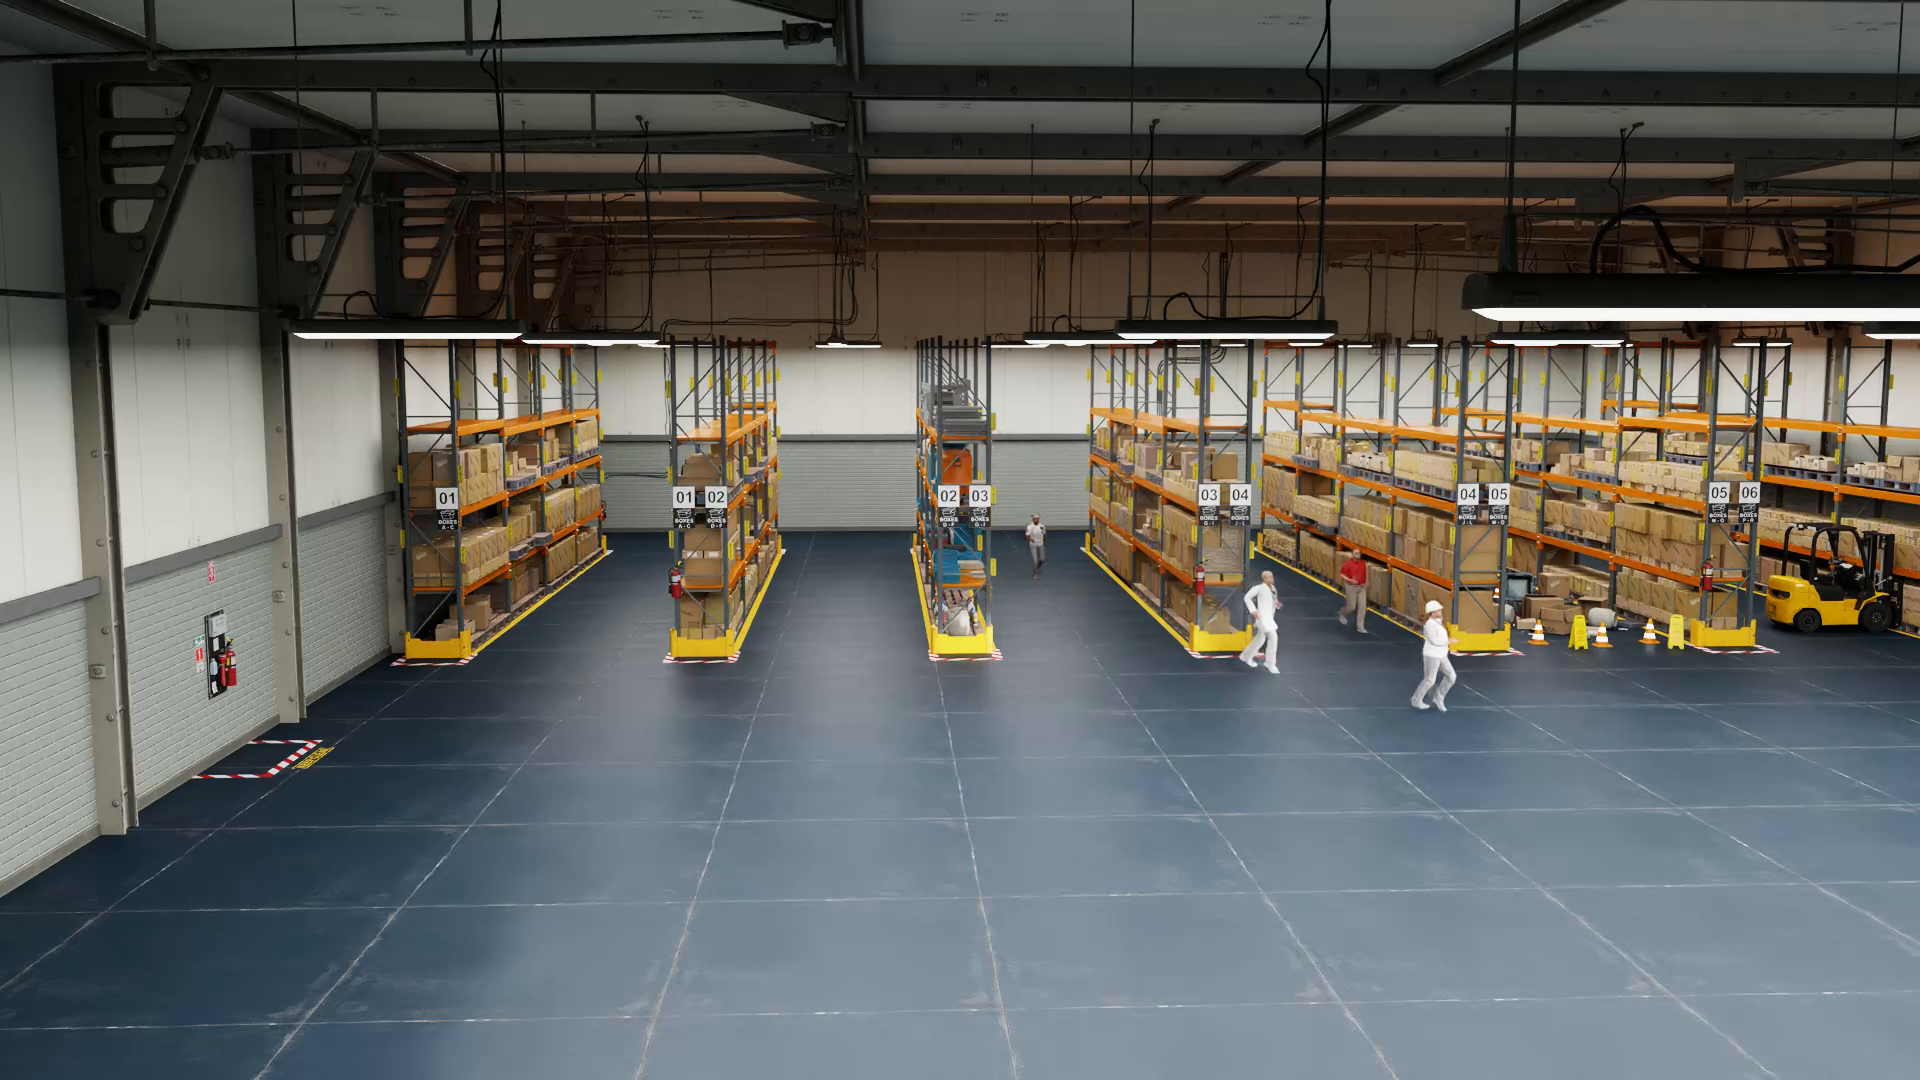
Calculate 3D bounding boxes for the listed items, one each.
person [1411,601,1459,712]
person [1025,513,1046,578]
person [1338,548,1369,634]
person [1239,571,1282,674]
[{"bbox_3d":[7.549,1.859,26.378,0.721,1.806,0.625,4,8,33],"label":"person"},{"bbox_3d":[1.943,0.145,41.869,0.570,1.654,0.547,-1,7,-12],"label":"person"},{"bbox_3d":[8.075,1.013,33.935,0.665,1.700,0.945,-2,7,-15],"label":"person"},{"bbox_3d":[5.432,1.461,29.872,0.850,1.845,0.698,4,8,32],"label":"person"}]
